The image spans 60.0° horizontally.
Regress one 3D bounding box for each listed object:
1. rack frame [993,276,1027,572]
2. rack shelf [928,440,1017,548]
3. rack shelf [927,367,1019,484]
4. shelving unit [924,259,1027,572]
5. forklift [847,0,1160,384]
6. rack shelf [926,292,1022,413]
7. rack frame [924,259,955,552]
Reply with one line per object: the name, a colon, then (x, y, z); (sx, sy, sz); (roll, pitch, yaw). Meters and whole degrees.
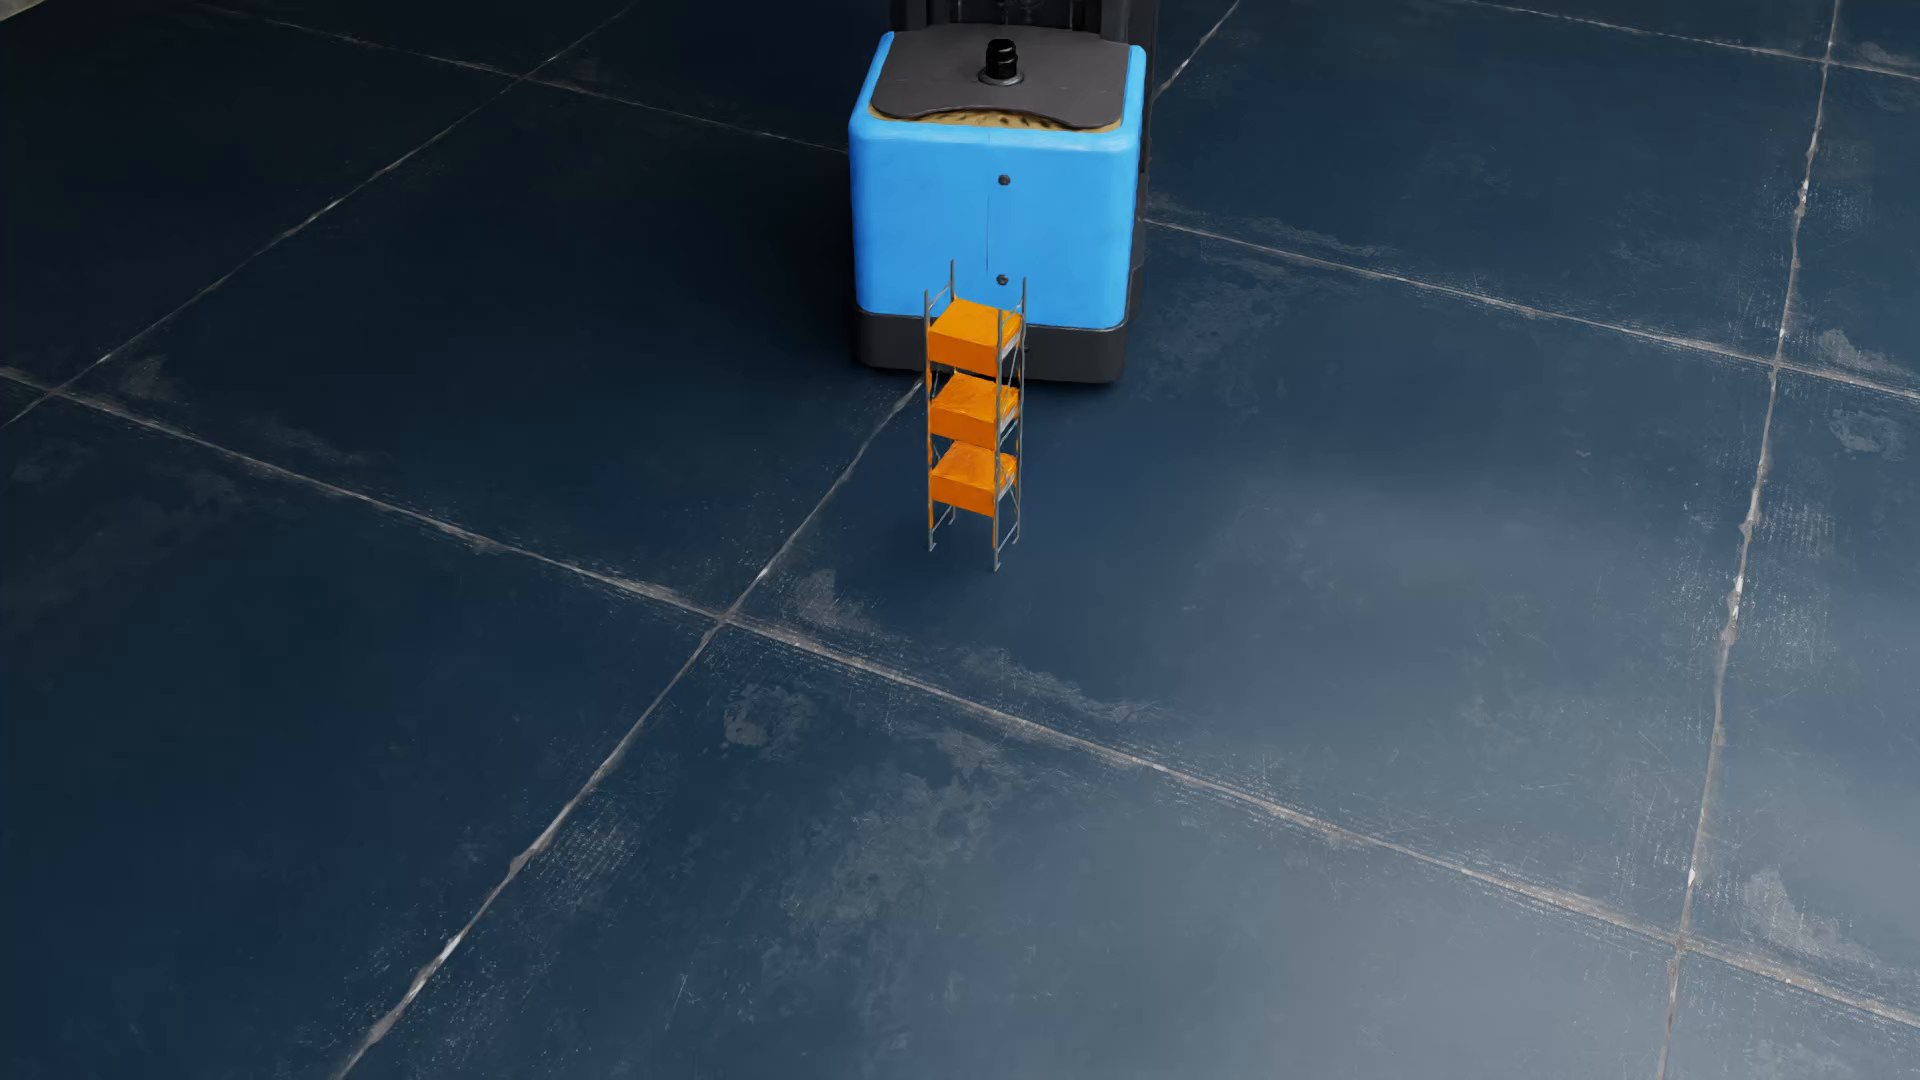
rack frame: (0.159, -0.348, 5.350); (0.008, 1.050, 0.200); (17, 44, 19)
rack shelf: (0.048, -0.164, 5.578); (0.240, 0.259, 0.215); (17, 44, 19)
rack shelf: (0.048, -0.374, 5.396); (0.240, 0.259, 0.215); (17, 44, 19)
shelving unit: (0.048, -0.382, 5.389); (0.252, 1.050, 0.215); (17, 44, 19)
forklift: (0.290, -2.666, 6.588); (1.130, 2.935, 3.031); (5, 41, 6)
rack shelf: (0.048, -0.588, 5.210); (0.240, 0.259, 0.215); (17, 44, 19)
rack frame: (-0.062, -0.416, 5.428); (0.008, 1.050, 0.200); (17, 44, 19)
